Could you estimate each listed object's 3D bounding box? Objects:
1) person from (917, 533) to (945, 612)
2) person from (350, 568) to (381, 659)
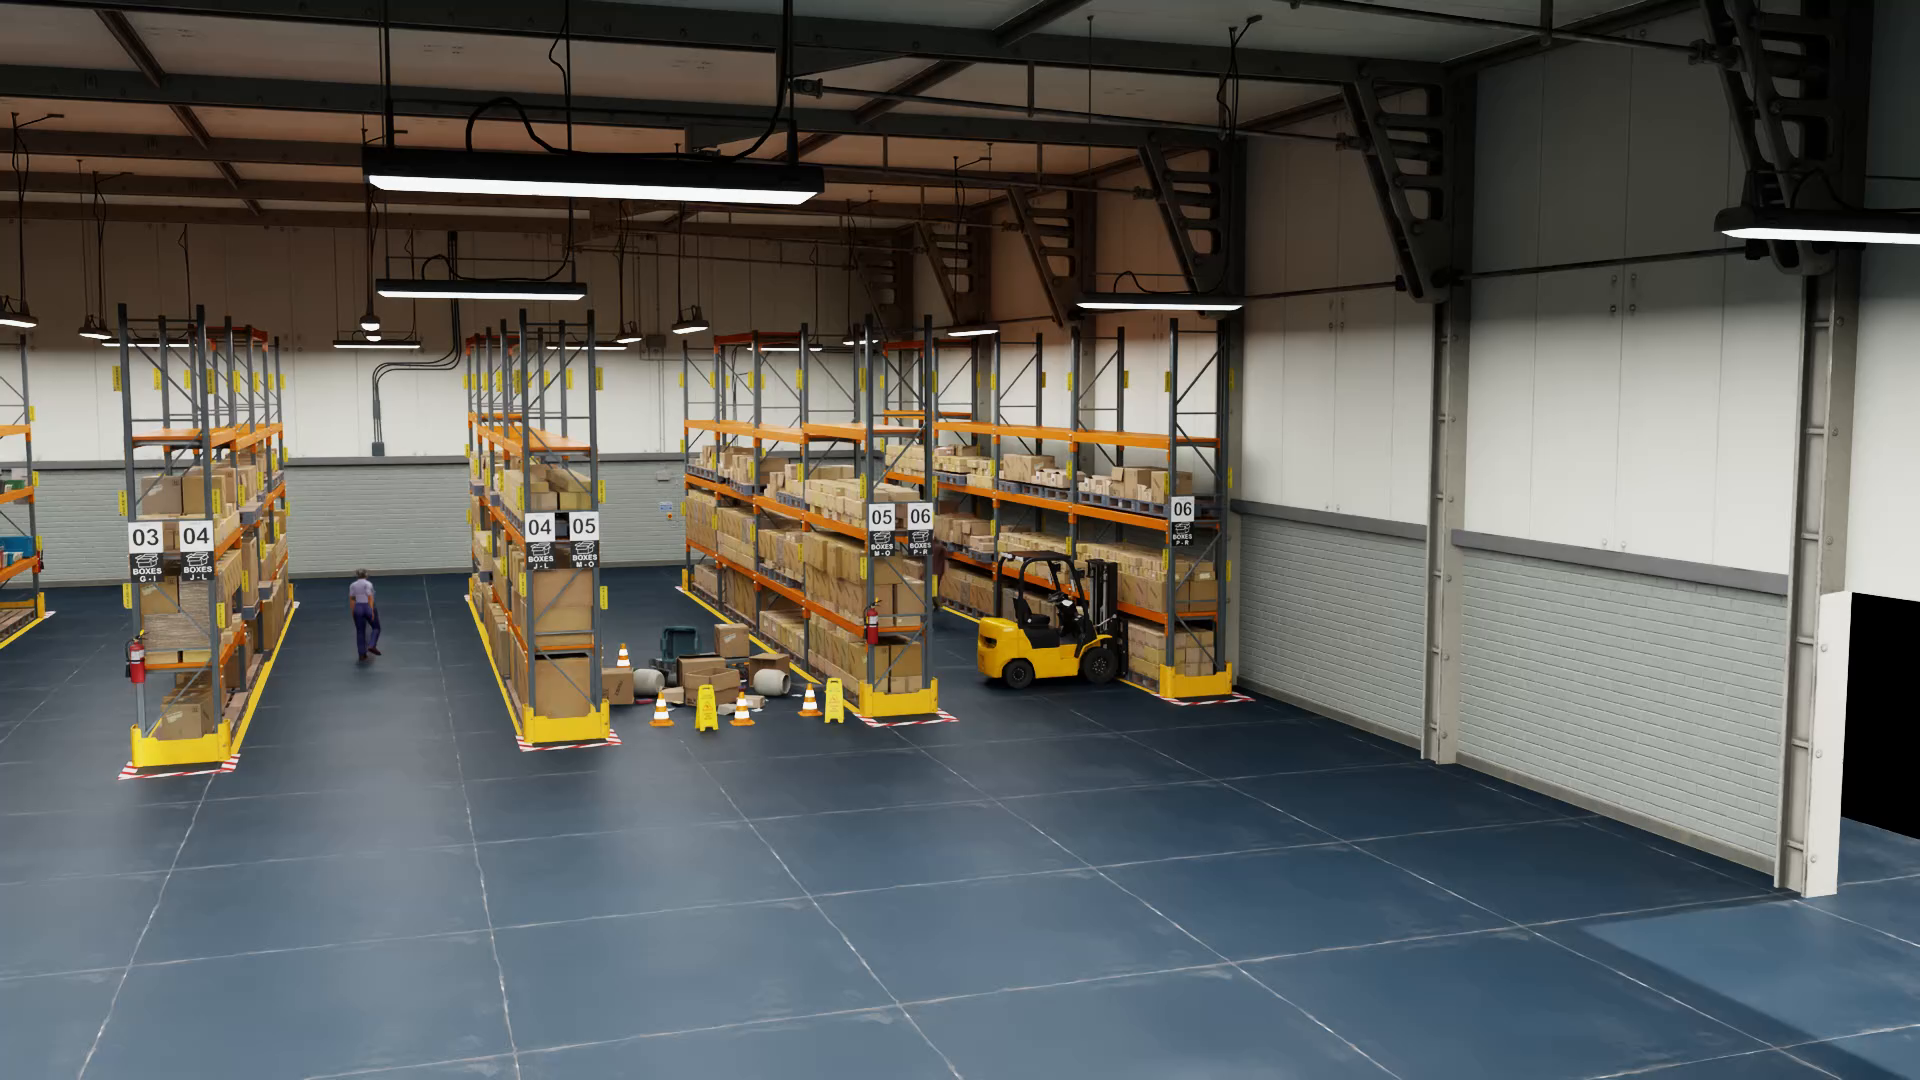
[{"bbox_3d":[-0.569,0.697,34.272,0.630,1.698,0.685,-4,7,-37],"label":"person"},{"bbox_3d":[-10.785,1.331,30.131,0.538,1.620,0.459,-1,5,-6],"label":"person"}]
